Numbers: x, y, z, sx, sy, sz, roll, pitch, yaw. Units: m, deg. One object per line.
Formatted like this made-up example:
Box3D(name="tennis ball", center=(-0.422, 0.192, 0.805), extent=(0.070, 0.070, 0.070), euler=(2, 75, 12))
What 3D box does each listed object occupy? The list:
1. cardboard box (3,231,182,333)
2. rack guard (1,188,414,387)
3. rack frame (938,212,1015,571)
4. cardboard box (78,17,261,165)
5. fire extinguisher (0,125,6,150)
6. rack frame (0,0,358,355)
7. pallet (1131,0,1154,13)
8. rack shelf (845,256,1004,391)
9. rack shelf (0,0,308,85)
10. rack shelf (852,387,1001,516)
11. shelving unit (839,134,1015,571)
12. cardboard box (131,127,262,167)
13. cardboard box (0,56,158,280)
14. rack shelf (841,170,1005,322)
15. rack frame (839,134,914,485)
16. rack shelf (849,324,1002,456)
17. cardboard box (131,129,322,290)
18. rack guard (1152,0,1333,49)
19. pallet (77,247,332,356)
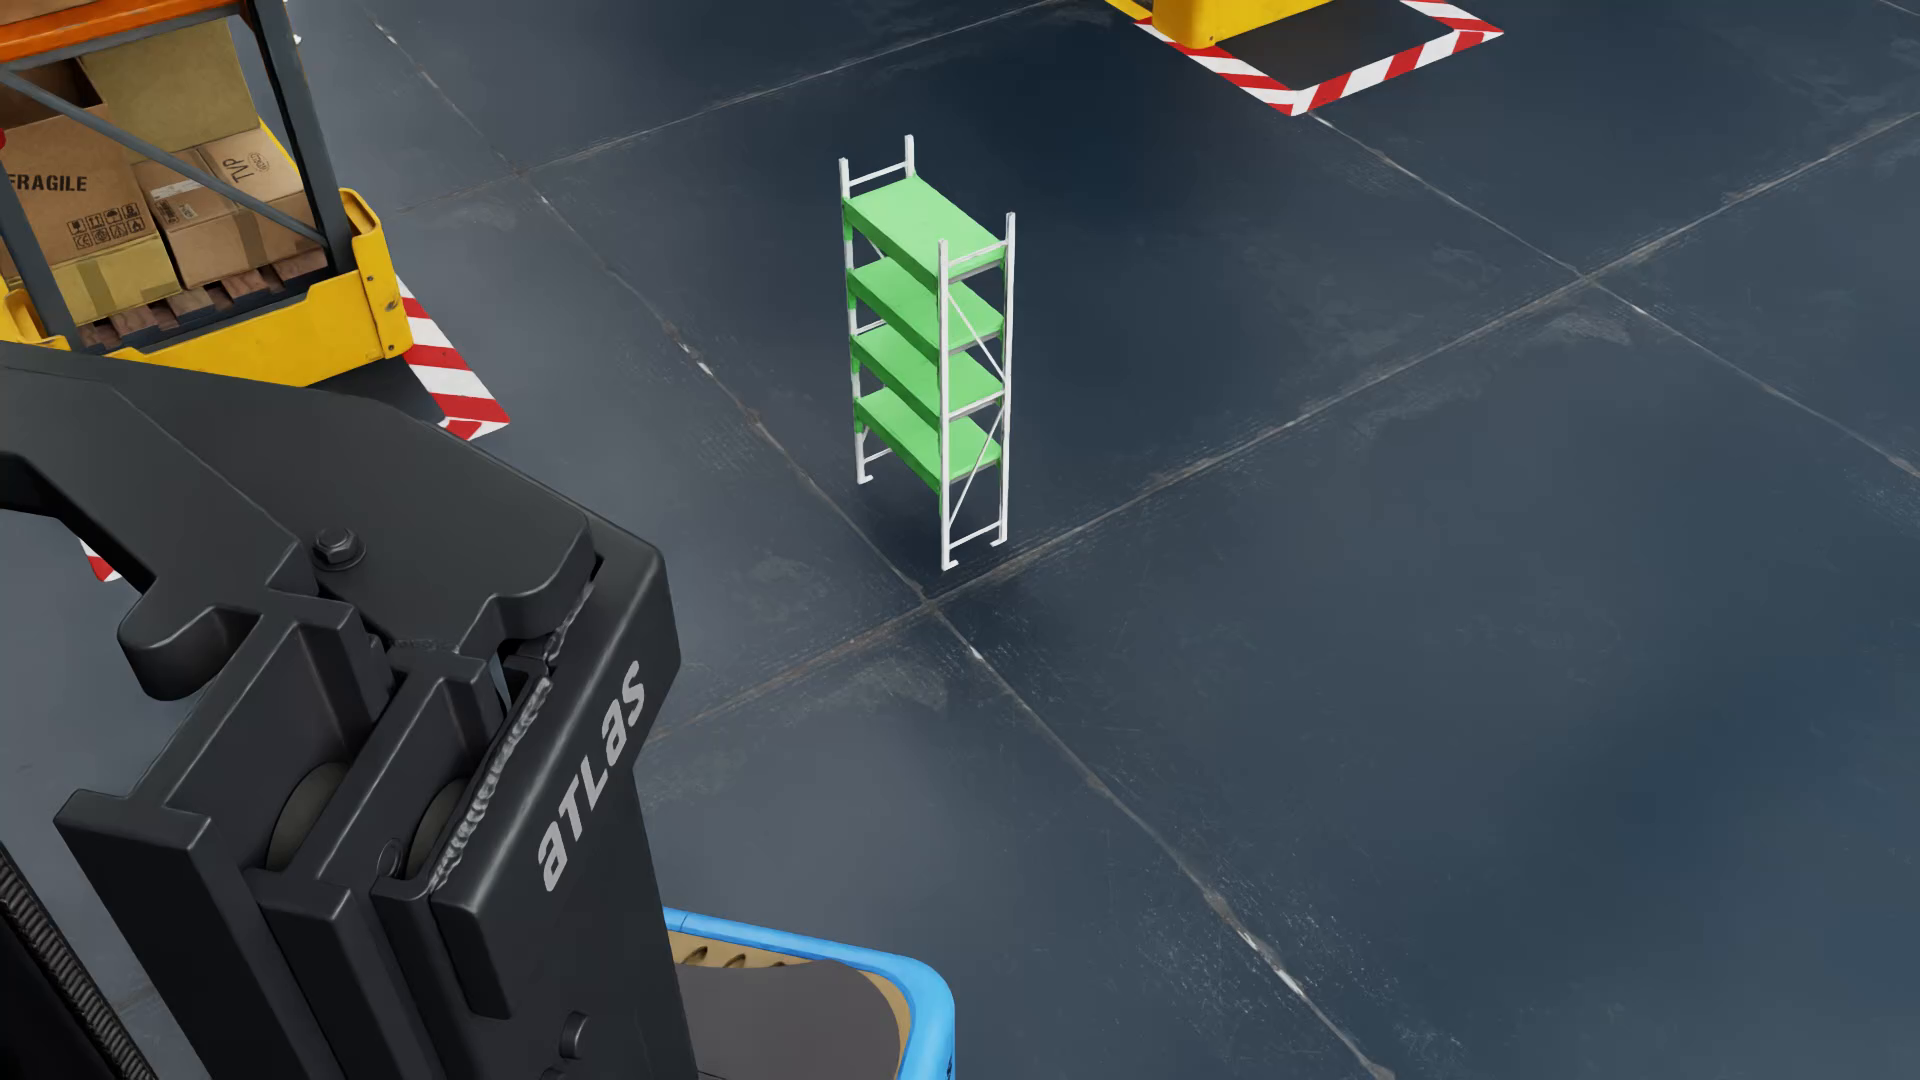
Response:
Box3D(name="cardboard box", center=(-3.084, -1.002, 5.814), extent=(0.500, 0.250, 0.500), euler=(-26, 49, -24))
Box3D(name="rack guard", center=(-2.521, -0.740, 5.663), extent=(1.175, 0.500, 0.348), euler=(-26, 49, -24))
Box3D(name="rack frame", center=(0.045, -0.390, 4.789), extent=(0.240, 1.200, 0.015), euler=(-26, 49, -24))
Box3D(name="cardboard box", center=(-2.947, -1.760, 6.066), extent=(0.500, 0.500, 0.500), euler=(-26, 49, -24))
Box3D(name="fire extinguisher", center=(-2.848, -1.379, 4.578), extent=(0.296, 0.674, 0.183), euler=(-26, 49, -24))
Box3D(name="rack frame", center=(-2.535, -1.658, 4.814), extent=(1.000, 3.000, 0.127), euler=(-26, 49, -24))
Box3D(name="pallet", center=(0.988, -3.090, 8.334), extent=(1.003, 0.211, 1.213), euler=(-26, 49, -24))
Box3D(name="rack shelf", center=(-0.095, -0.655, 4.812), extent=(0.258, 0.148, 0.480), euler=(-26, 49, -24))
Box3D(name="rack shelf", center=(-3.679, -2.530, 6.249), extent=(1.077, 0.370, 4.000), euler=(-26, 49, -24))
Box3D(name="rack shelf", center=(-0.095, -0.308, 5.144), extent=(0.258, 0.148, 0.480), euler=(-26, 49, -24))
Box3D(name="shelving unit", center=(-0.095, -0.528, 4.934), extent=(0.258, 1.200, 0.503), euler=(-26, 49, -24))
Box3D(name="cardboard box", center=(-2.948, -1.488, 6.324), extent=(0.500, 0.250, 0.500), euler=(-26, 49, -24))
Box3D(name="cardboard box", center=(-3.086, -1.272, 5.555), extent=(0.500, 0.500, 0.500), euler=(-26, 49, -24))
Box3D(name="rack shelf", center=(-0.095, -0.829, 4.647), extent=(0.258, 0.148, 0.480), euler=(-26, 49, -24))
Box3D(name="rack frame", center=(-0.234, -0.666, 5.079), extent=(0.240, 1.200, 0.015), euler=(-26, 49, -24))
Box3D(name="rack shelf", center=(-0.095, -0.482, 4.978), extent=(0.258, 0.148, 0.480), euler=(-26, 49, -24))
Box3D(name="cardboard box", center=(-2.659, -1.207, 6.029), extent=(0.500, 0.250, 0.500), euler=(-26, 49, -24))
Box3D(name="rack guard", center=(1.448, -2.732, 7.750), extent=(1.175, 0.500, 0.348), euler=(-26, 49, -24))
Box3D(name="pallet", center=(-3.007, -1.066, 6.213), extent=(1.003, 0.211, 1.213), euler=(-26, 49, -24))
